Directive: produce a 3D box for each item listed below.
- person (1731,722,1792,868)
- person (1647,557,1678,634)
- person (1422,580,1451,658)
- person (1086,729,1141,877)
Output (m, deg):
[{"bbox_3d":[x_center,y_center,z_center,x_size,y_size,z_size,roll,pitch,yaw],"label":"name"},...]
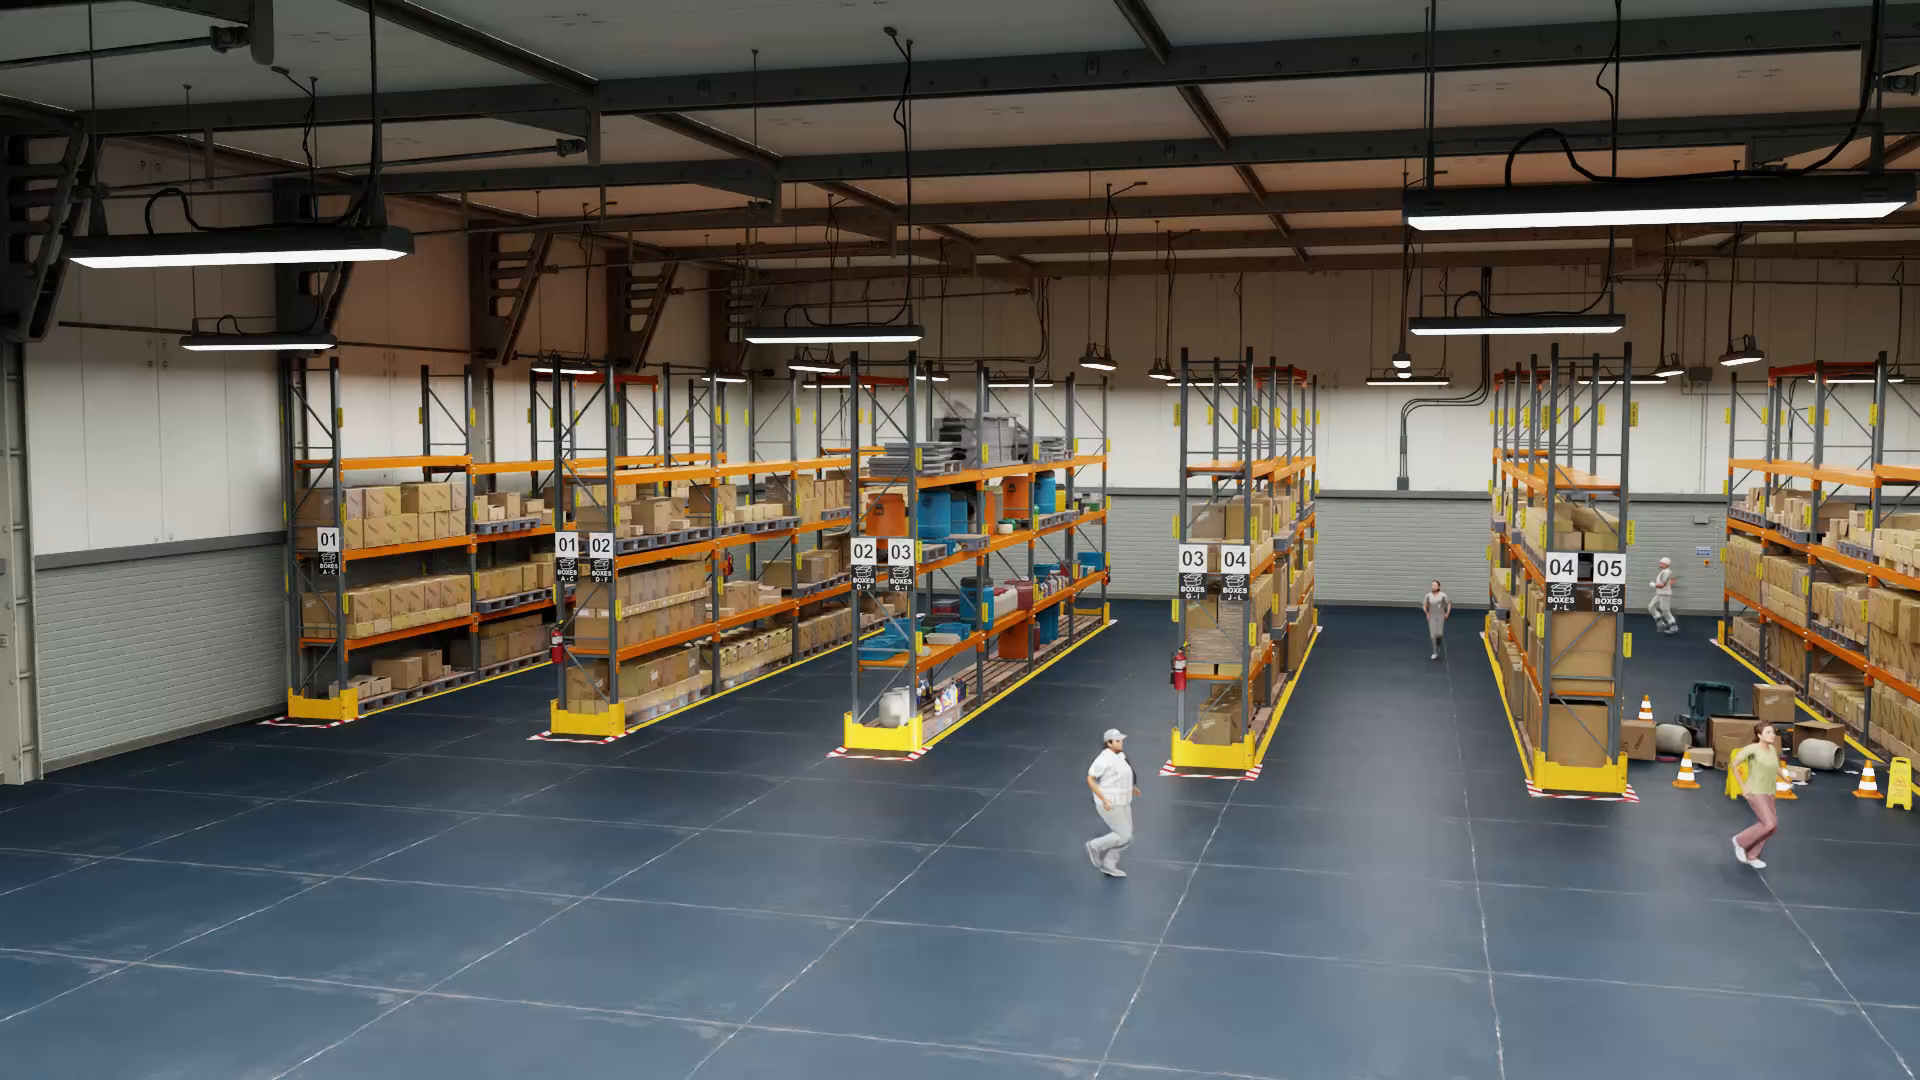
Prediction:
[{"bbox_3d":[8.928,2.830,18.482,0.589,1.639,0.529,-2,5,-27],"label":"person"},{"bbox_3d":[16.197,1.296,38.332,0.710,1.798,0.633,1,4,17],"label":"person"},{"bbox_3d":[9.905,1.654,34.601,0.573,1.631,0.524,2,4,21],"label":"person"},{"bbox_3d":[1.690,2.868,18.132,0.547,1.624,0.607,3,5,33],"label":"person"}]
